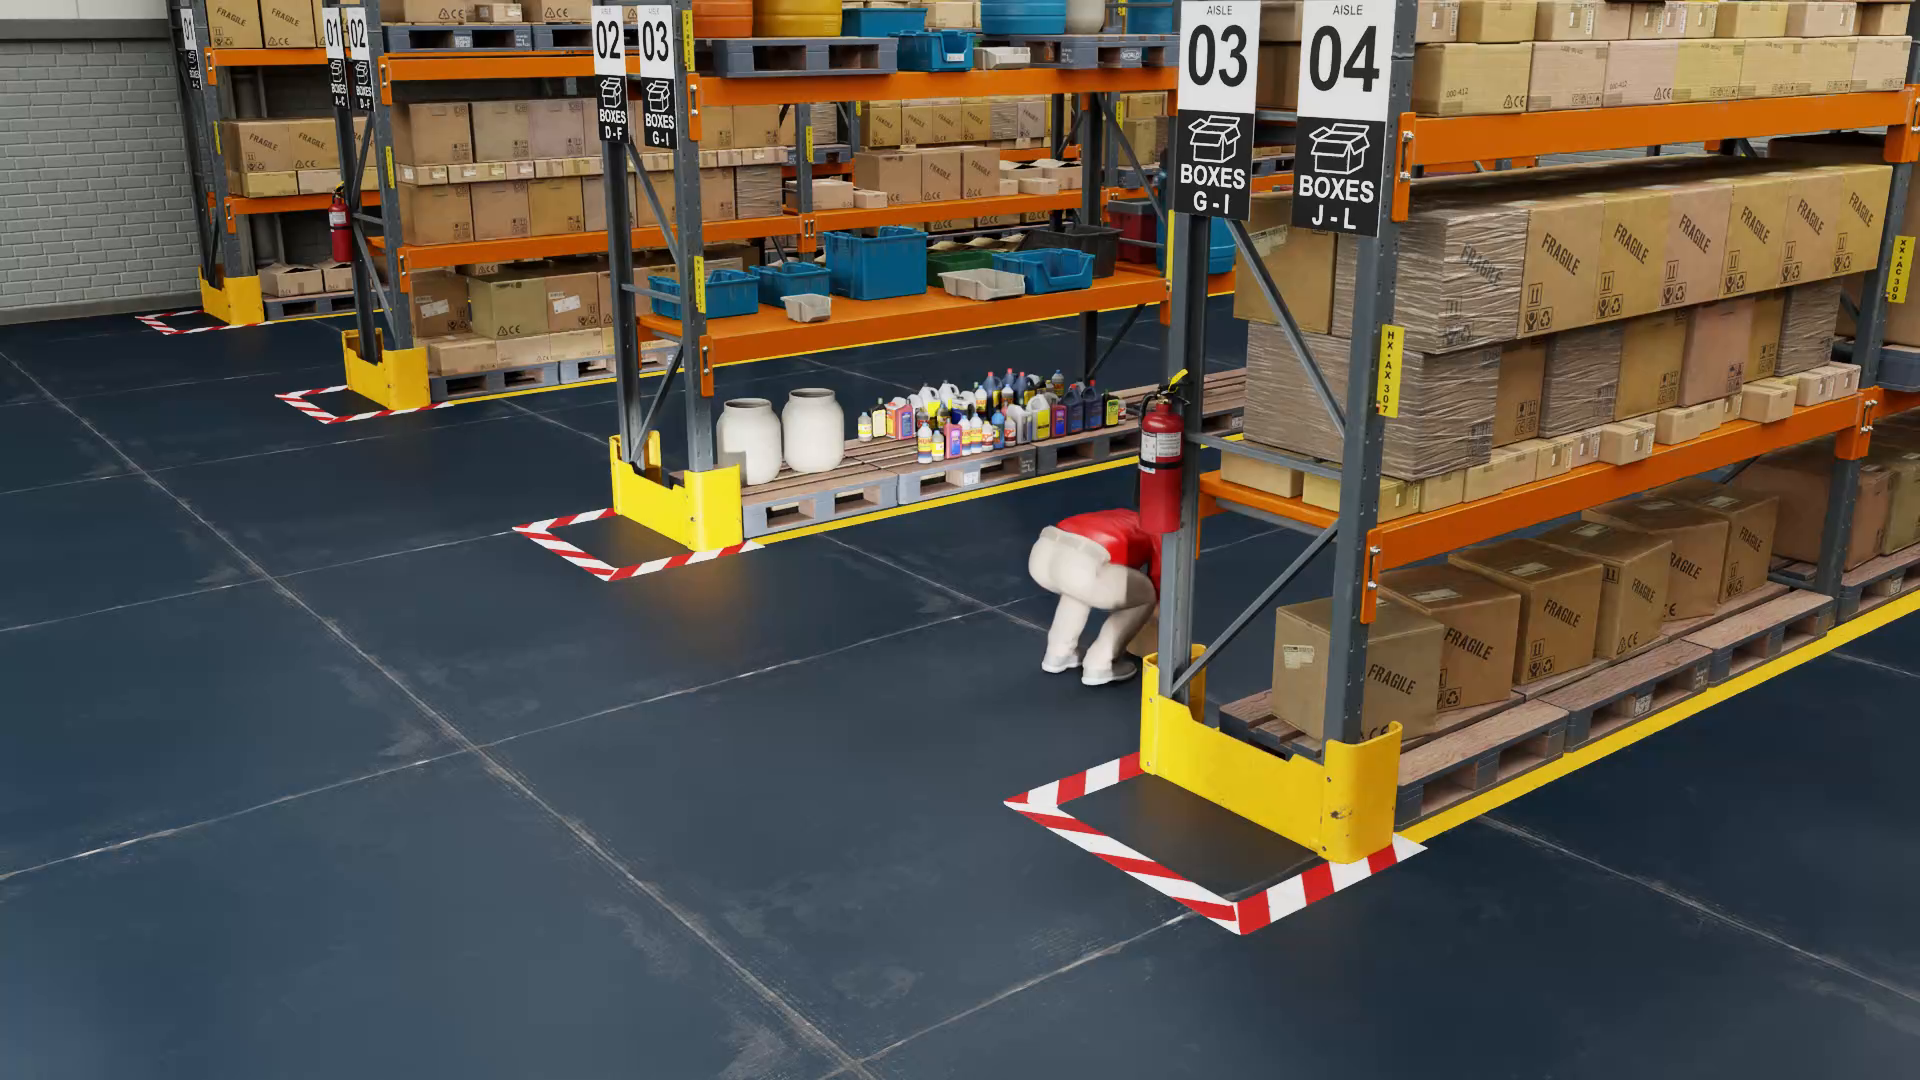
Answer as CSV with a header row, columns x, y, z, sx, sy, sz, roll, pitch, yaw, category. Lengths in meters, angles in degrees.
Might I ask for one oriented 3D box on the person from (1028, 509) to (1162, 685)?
x,y,z,sx,sy,sz,roll,pitch,yaw,category
0.757,0.250,8.310,0.957,0.847,0.534,-14,23,-38,person
